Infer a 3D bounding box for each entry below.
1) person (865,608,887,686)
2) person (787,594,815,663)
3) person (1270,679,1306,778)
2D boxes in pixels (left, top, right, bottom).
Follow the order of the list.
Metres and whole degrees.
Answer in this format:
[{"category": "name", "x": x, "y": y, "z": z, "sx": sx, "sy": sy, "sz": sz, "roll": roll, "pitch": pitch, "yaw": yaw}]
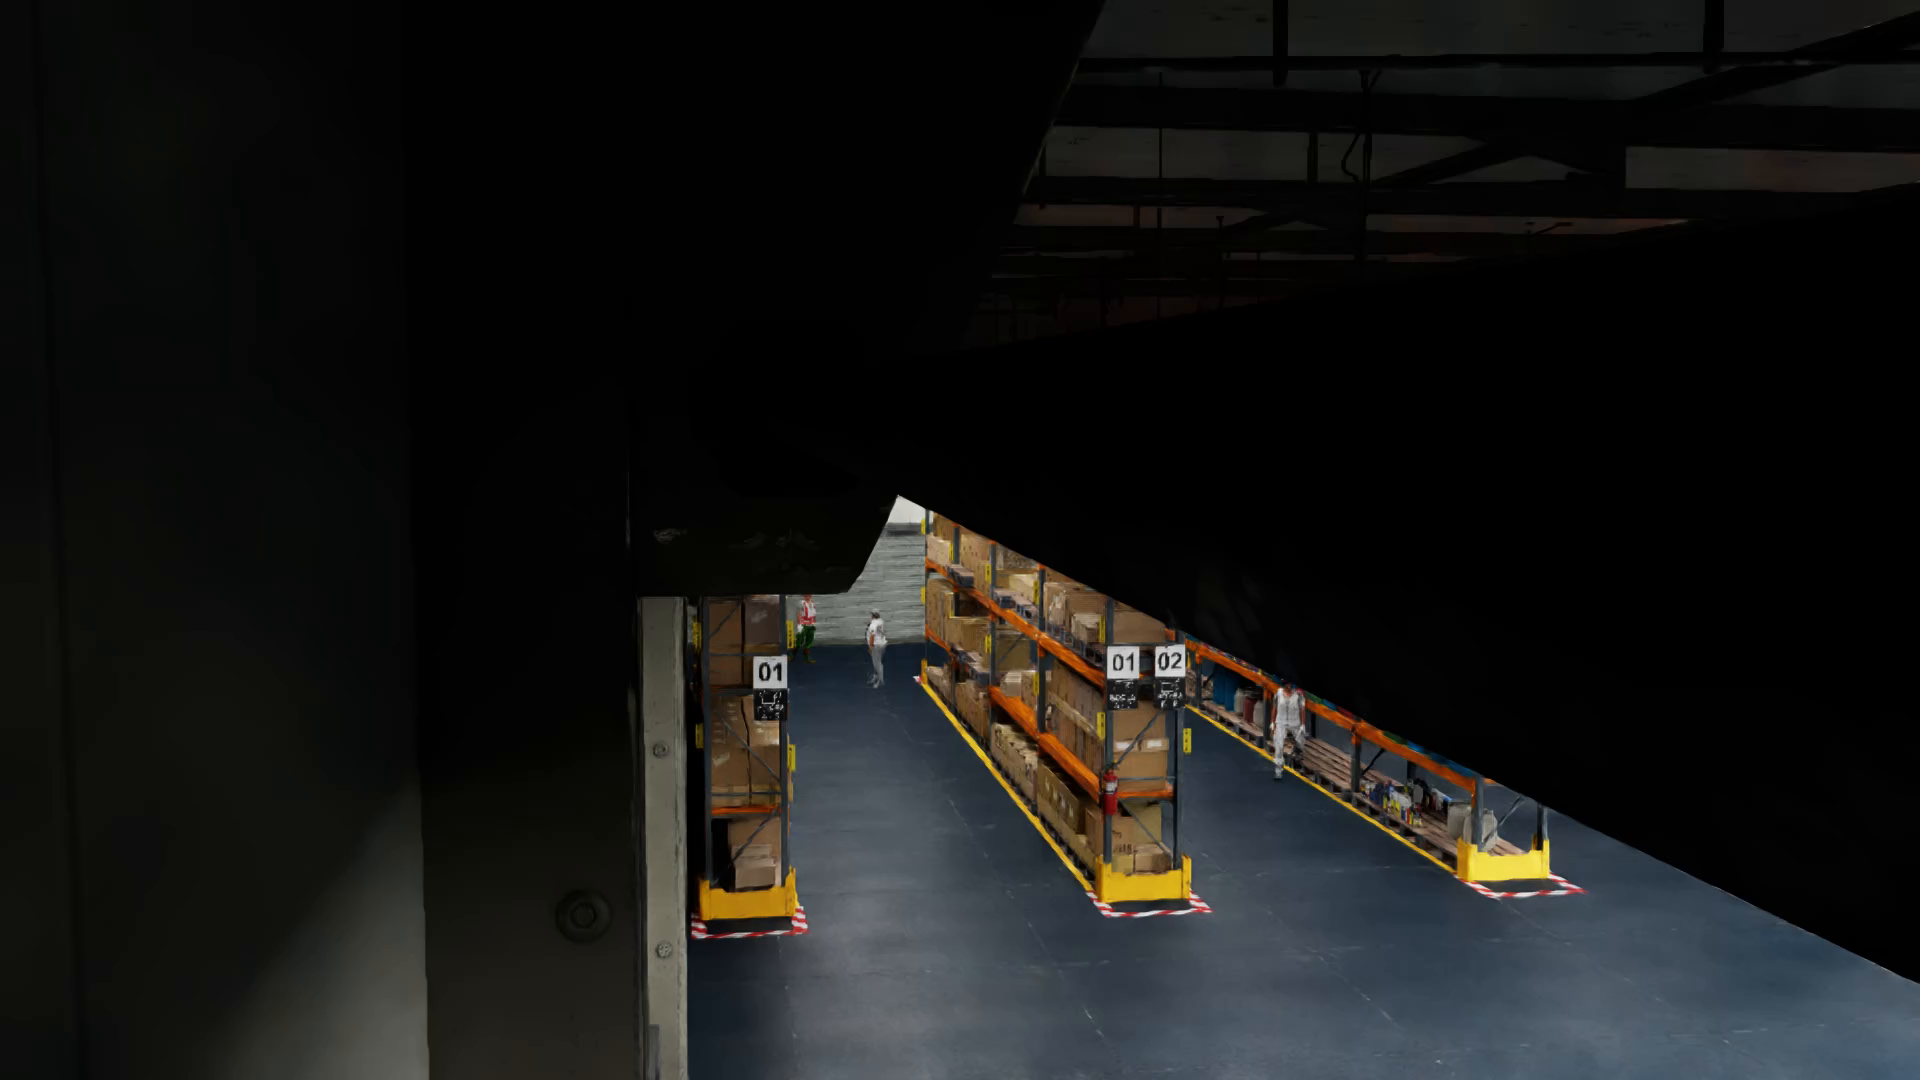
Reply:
[{"category": "person", "x": -1.833, "y": 2.312, "z": 36.177, "sx": 0.513, "sy": 1.657, "sz": 0.562, "roll": 2, "pitch": 5, "yaw": 20}, {"category": "person", "x": -3.720, "y": 2.011, "z": 39.047, "sx": 0.530, "sy": 1.780, "sz": 0.739, "roll": 4, "pitch": 7, "yaw": 41}, {"category": "person", "x": 5.432, "y": 3.051, "z": 27.541, "sx": 0.596, "sy": 1.738, "sz": 0.995, "roll": 1, "pitch": 5, "yaw": 12}]
